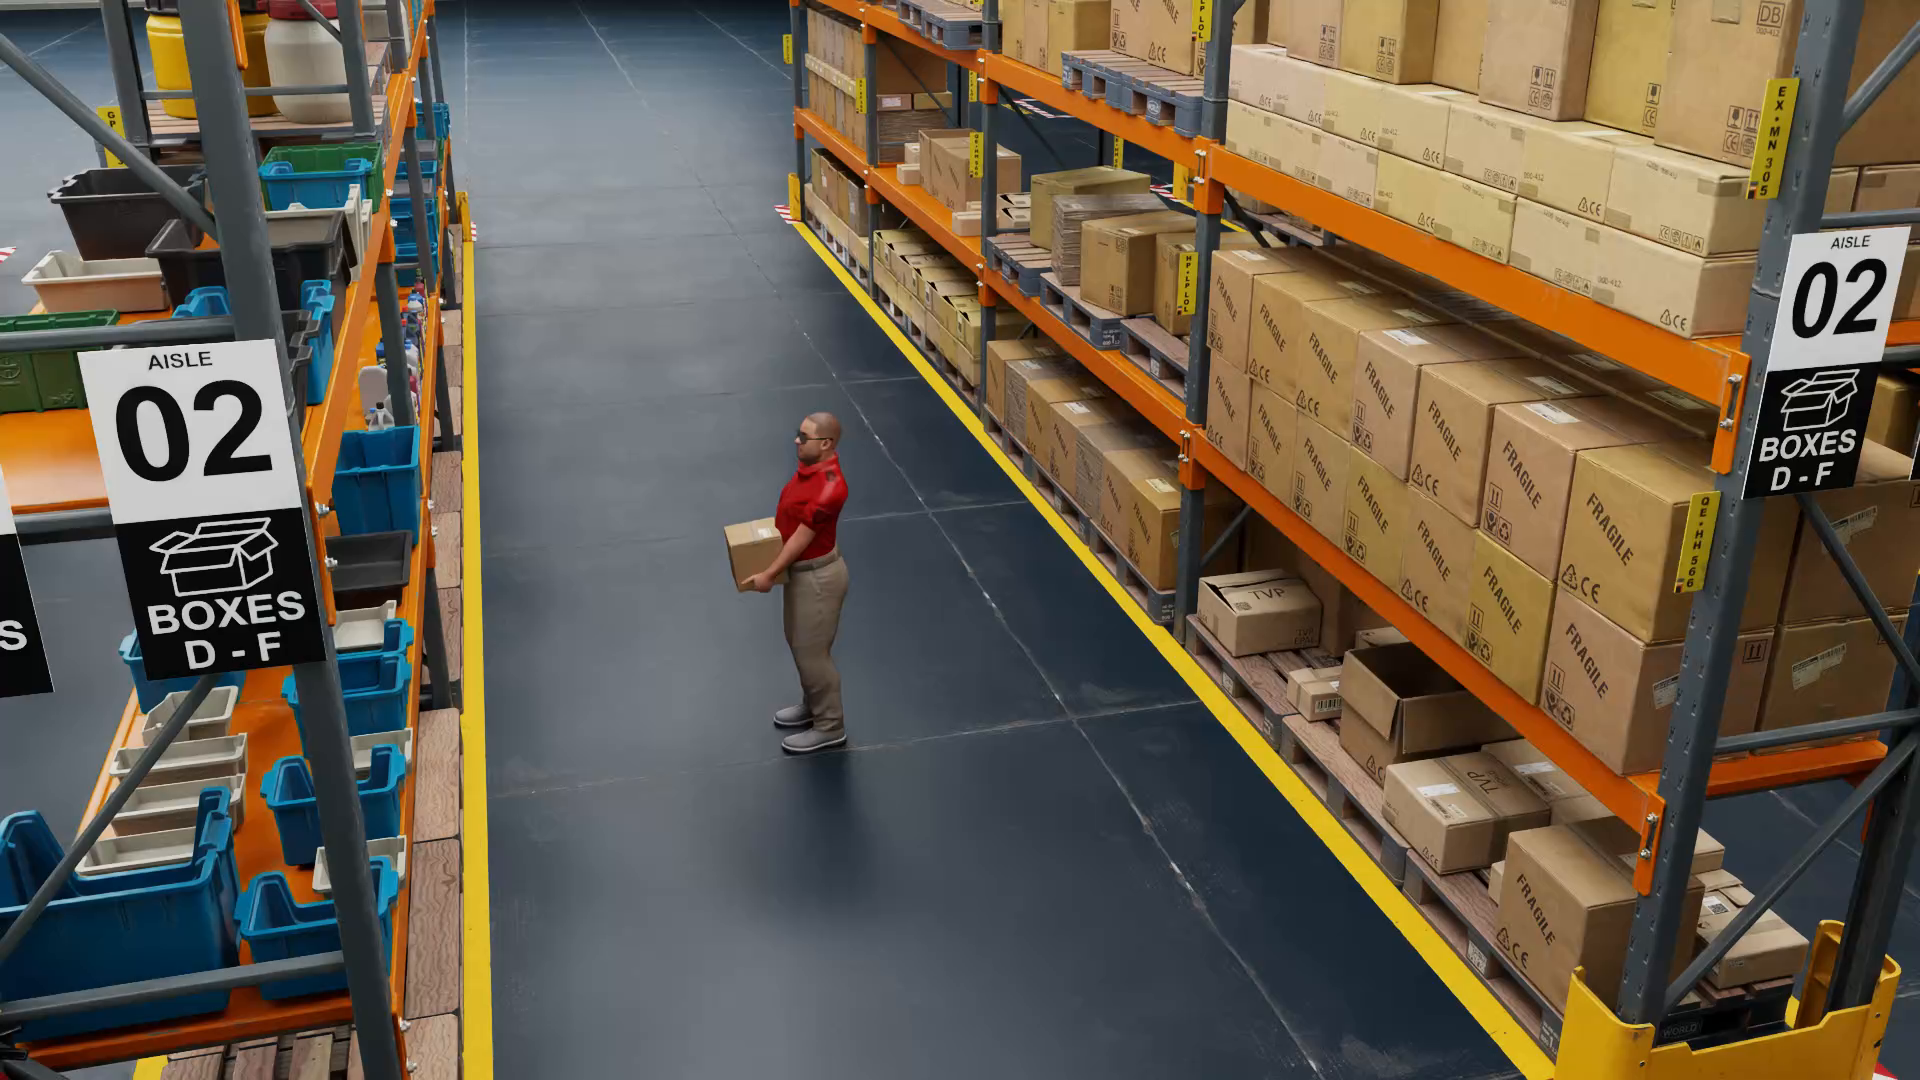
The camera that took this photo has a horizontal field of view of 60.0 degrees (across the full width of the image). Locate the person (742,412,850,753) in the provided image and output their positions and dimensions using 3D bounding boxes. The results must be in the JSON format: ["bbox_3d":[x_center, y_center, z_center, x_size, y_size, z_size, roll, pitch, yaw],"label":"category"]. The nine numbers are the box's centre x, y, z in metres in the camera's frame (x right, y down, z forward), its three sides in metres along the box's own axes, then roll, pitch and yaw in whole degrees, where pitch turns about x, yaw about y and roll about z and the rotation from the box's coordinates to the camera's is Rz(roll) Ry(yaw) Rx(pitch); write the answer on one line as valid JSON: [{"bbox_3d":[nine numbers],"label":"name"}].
[{"bbox_3d":[-0.816,0.203,8.149,0.537,1.715,0.494,-6,23,-13],"label":"person"}]
